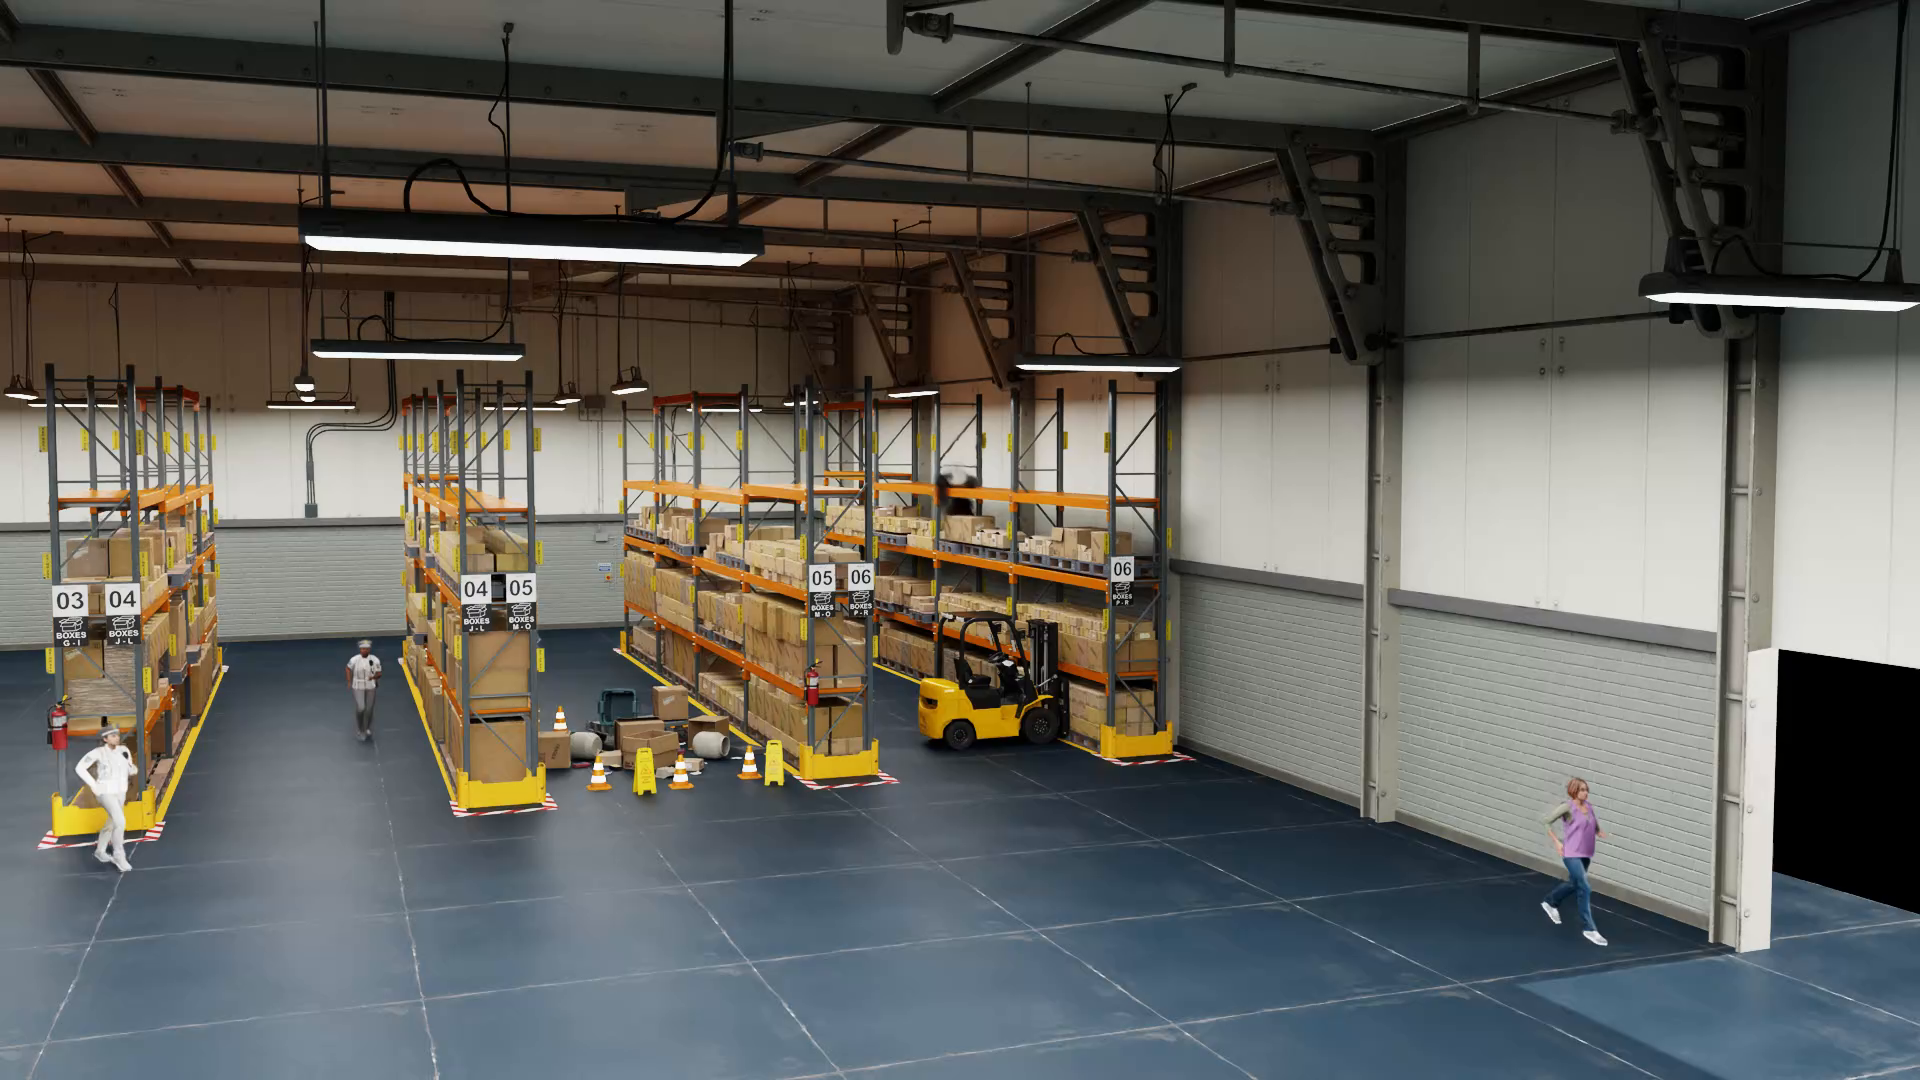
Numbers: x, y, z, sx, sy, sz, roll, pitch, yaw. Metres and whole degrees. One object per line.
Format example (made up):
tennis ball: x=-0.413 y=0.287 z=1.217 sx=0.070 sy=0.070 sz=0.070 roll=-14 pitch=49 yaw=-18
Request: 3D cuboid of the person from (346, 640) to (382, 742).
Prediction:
person: x=-10.010 y=2.531 z=27.966 sx=0.536 sy=1.726 sz=0.801 roll=-2 pitch=4 yaw=-26

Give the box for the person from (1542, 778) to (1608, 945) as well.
person: x=6.216 y=3.195 z=16.799 sx=0.539 sy=1.597 sz=0.872 roll=-2 pitch=4 yaw=-30

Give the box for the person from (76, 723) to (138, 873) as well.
person: x=-9.962 y=3.007 z=19.525 sx=0.720 sy=1.726 sz=0.601 roll=1 pitch=4 yaw=23
